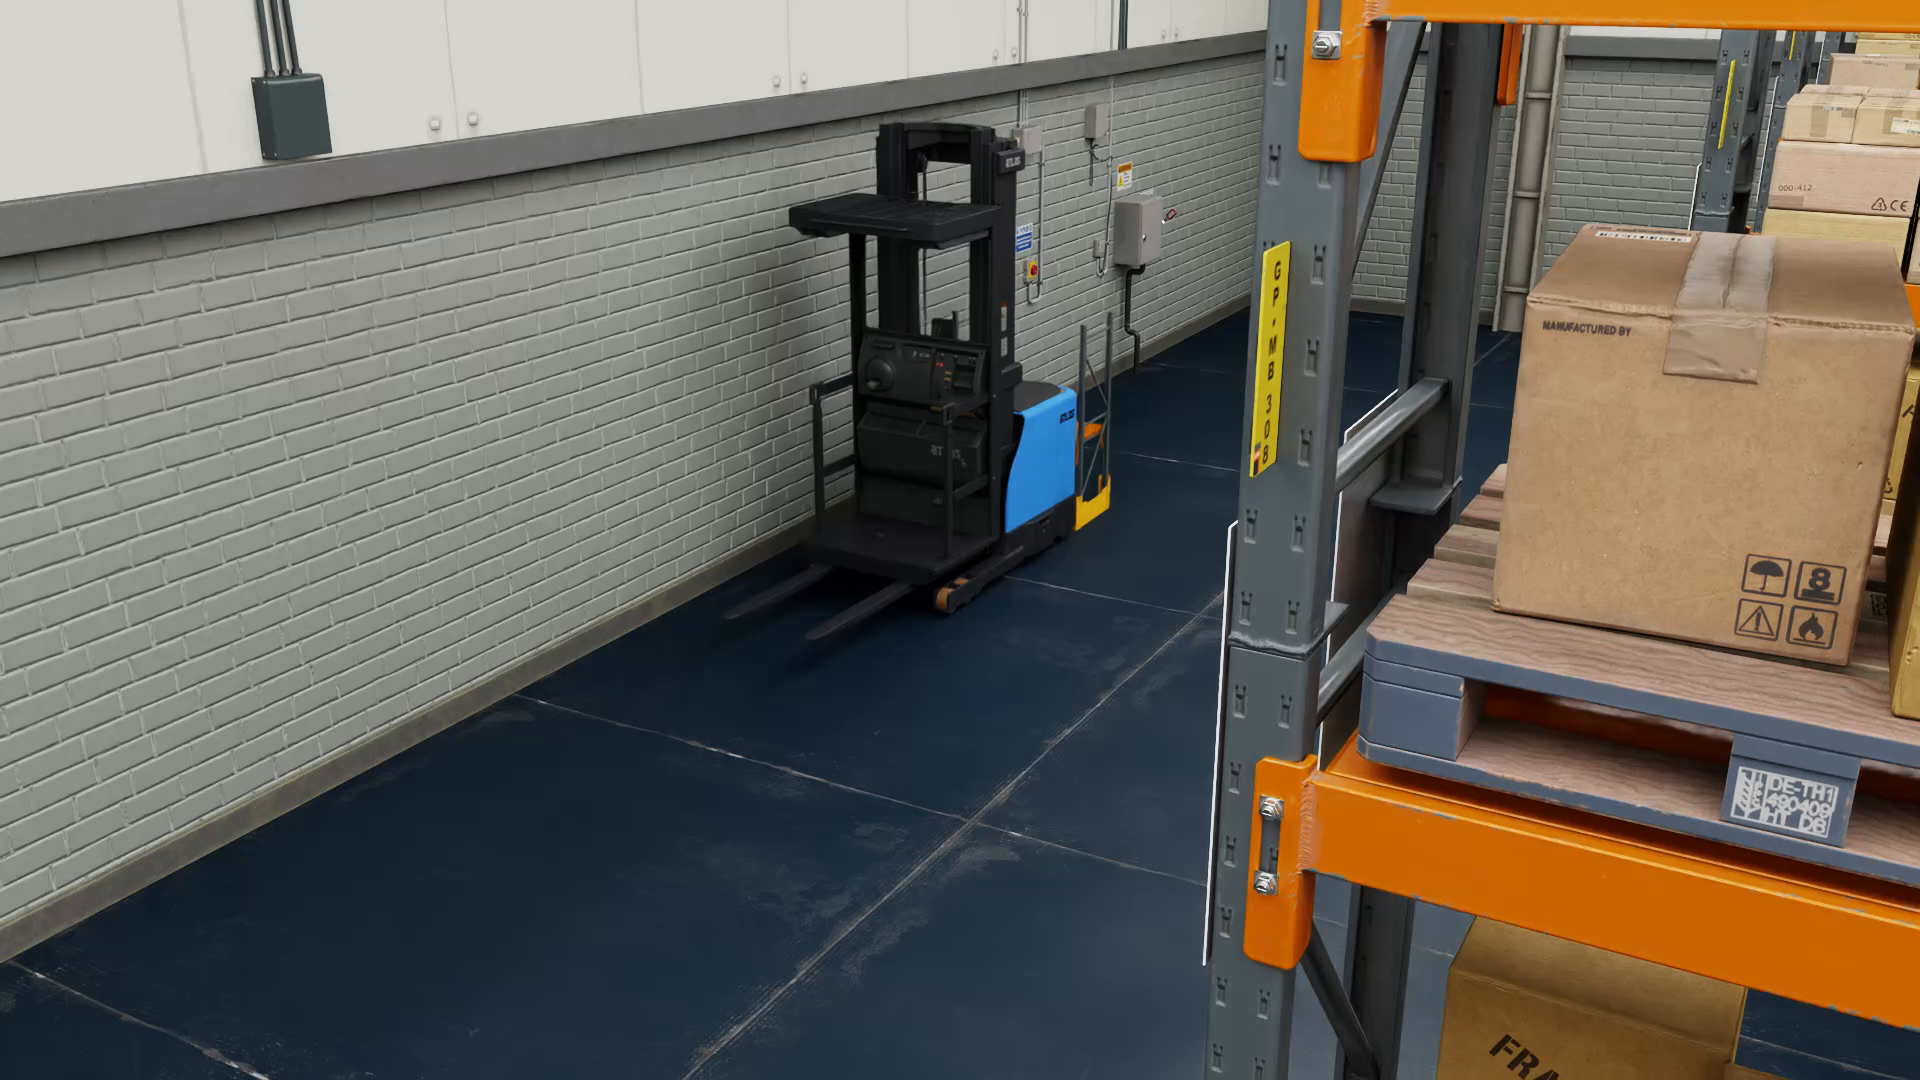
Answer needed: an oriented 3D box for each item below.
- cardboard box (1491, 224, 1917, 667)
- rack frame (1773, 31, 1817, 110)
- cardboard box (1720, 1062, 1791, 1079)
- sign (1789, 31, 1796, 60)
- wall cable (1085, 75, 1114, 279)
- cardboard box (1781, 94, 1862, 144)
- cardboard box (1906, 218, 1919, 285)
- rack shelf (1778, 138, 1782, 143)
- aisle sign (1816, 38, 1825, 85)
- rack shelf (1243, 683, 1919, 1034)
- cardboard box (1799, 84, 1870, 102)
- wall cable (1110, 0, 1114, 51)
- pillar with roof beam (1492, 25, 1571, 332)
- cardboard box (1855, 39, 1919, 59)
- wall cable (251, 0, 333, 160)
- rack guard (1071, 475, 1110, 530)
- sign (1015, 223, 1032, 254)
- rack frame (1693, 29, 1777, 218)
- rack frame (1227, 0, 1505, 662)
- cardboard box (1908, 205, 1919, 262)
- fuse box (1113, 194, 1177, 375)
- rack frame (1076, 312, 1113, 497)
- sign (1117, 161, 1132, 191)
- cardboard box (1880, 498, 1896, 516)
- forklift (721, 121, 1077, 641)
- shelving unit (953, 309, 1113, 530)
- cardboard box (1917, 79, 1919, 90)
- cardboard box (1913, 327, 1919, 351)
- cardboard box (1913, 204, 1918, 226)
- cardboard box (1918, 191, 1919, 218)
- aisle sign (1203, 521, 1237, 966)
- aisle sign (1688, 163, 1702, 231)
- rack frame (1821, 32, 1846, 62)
[{"bbox_3d":[1.199,-0.194,2.692,0.500,0.500,0.700,9,22,24],"label":"cardboard box"},{"bbox_3d":[5.552,-4.333,10.614,0.127,3.000,1.000,11,23,27],"label":"rack frame"},{"bbox_3d":[1.443,1.259,2.680,0.500,0.500,0.500,10,22,26],"label":"cardboard box"},{"bbox_3d":[5.276,-3.207,10.510,0.005,0.325,0.100,11,23,27],"label":"sign"},{"bbox_3d":[1.299,-3.345,15.199,0.122,1.984,0.588,11,23,27],"label":"wall cable"},{"bbox_3d":[3.398,-1.663,6.553,0.250,0.149,0.380,11,22,27],"label":"cardboard box"},{"bbox_3d":[3.951,-1.122,6.381,0.500,0.250,0.500,12,23,29],"label":"cardboard box"},{"bbox_3d":[7.298,-2.252,10.331,4.000,0.370,1.077,11,23,27],"label":"rack shelf"},{"bbox_3d":[7.767,-4.137,15.059,0.004,0.787,0.394,11,23,27],"label":"aisle sign"},{"bbox_3d":[2.465,0.698,2.198,4.000,0.370,1.077,11,23,27],"label":"rack shelf"},{"bbox_3d":[3.660,-1.817,6.978,0.250,0.149,0.380,11,22,27],"label":"cardboard box"},{"bbox_3d":[0.818,-5.419,13.606,0.029,3.000,2.355,11,23,27],"label":"wall cable"},{"bbox_3d":[3.956,-5.246,13.132,0.400,9.000,9.100,11,23,27],"label":"pillar with roof beam"},{"bbox_3d":[8.223,-4.315,14.748,0.500,0.250,0.500,11,22,27],"label":"cardboard box"},{"bbox_3d":[-2.537,-4.862,7.353,0.120,5.999,2.277,11,23,27],"label":"wall cable"},{"bbox_3d":[0.956,-0.283,12.278,0.087,0.250,0.587,11,22,27],"label":"rack guard"},{"bbox_3d":[0.541,-2.566,14.145,0.001,0.218,0.327,11,23,27],"label":"sign"},{"bbox_3d":[3.226,-2.843,6.505,0.127,3.000,1.000,11,23,27],"label":"rack frame"},{"bbox_3d":[0.719,-1.383,2.481,0.127,3.000,1.000,11,23,27],"label":"rack frame"},{"bbox_3d":[4.201,-1.282,6.823,0.500,0.250,0.500,11,23,27],"label":"cardboard box"},{"bbox_3d":[1.770,-2.439,16.080,0.414,1.711,0.539,11,23,27],"label":"fuse box"},{"bbox_3d":[0.973,-0.867,12.056,0.032,1.500,0.500,11,22,27],"label":"rack frame"},{"bbox_3d":[1.562,-3.451,15.769,0.001,0.242,0.339,11,23,27],"label":"sign"},{"bbox_3d":[3.963,0.029,6.803,0.500,0.500,0.500,11,23,27],"label":"cardboard box"},{"bbox_3d":[-0.361,-1.090,10.571,1.130,2.935,3.031,12,23,29],"label":"forklift"},{"bbox_3d":[0.519,-0.952,12.289,1.083,1.500,0.587,11,22,27],"label":"shelving unit"},{"bbox_3d":[6.394,-2.955,10.820,0.250,0.149,0.380,9,22,23],"label":"cardboard box"},{"bbox_3d":[4.189,-0.593,7.052,0.500,0.500,0.500,10,22,25],"label":"cardboard box"},{"bbox_3d":[6.161,-2.094,10.674,0.250,0.149,0.380,12,23,29],"label":"cardboard box"},{"bbox_3d":[3.939,-1.360,6.304,0.500,0.250,0.500,10,22,27],"label":"cardboard box"},{"bbox_3d":[0.510,0.293,2.847,0.004,0.787,0.394,11,23,27],"label":"aisle sign"},{"bbox_3d":[3.016,-1.167,6.872,0.004,0.787,0.394,11,23,27],"label":"aisle sign"},{"bbox_3d":[7.969,-5.811,14.689,0.127,3.000,1.000,11,23,27],"label":"rack frame"}]
